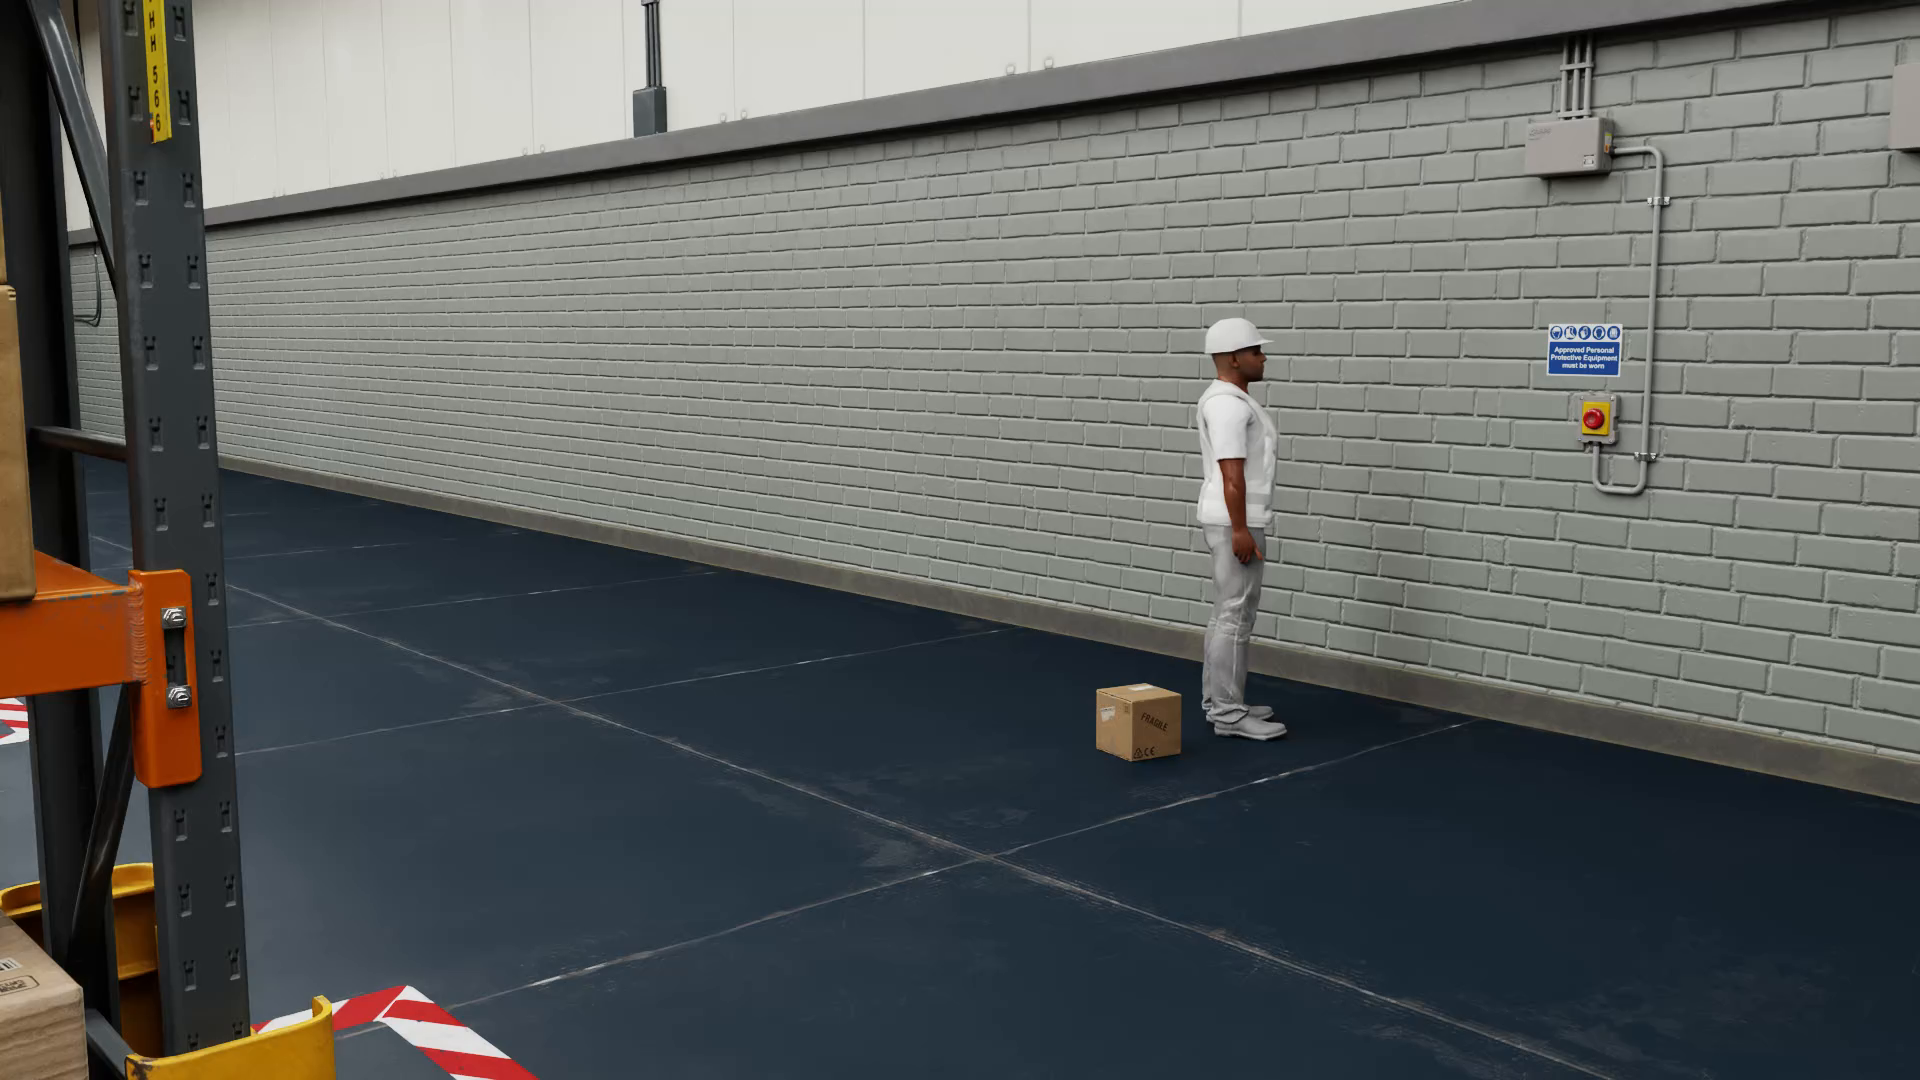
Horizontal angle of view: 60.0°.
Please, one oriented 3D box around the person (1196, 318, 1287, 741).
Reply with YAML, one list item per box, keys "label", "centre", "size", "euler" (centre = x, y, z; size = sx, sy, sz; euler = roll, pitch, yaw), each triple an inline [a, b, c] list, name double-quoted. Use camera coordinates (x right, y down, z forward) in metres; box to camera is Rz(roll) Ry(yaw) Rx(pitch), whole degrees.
- label: "person"
  centre: [1.200, -0.061, 7.147]
  size: [0.386, 1.770, 0.545]
  euler: [0, 7, 2]
